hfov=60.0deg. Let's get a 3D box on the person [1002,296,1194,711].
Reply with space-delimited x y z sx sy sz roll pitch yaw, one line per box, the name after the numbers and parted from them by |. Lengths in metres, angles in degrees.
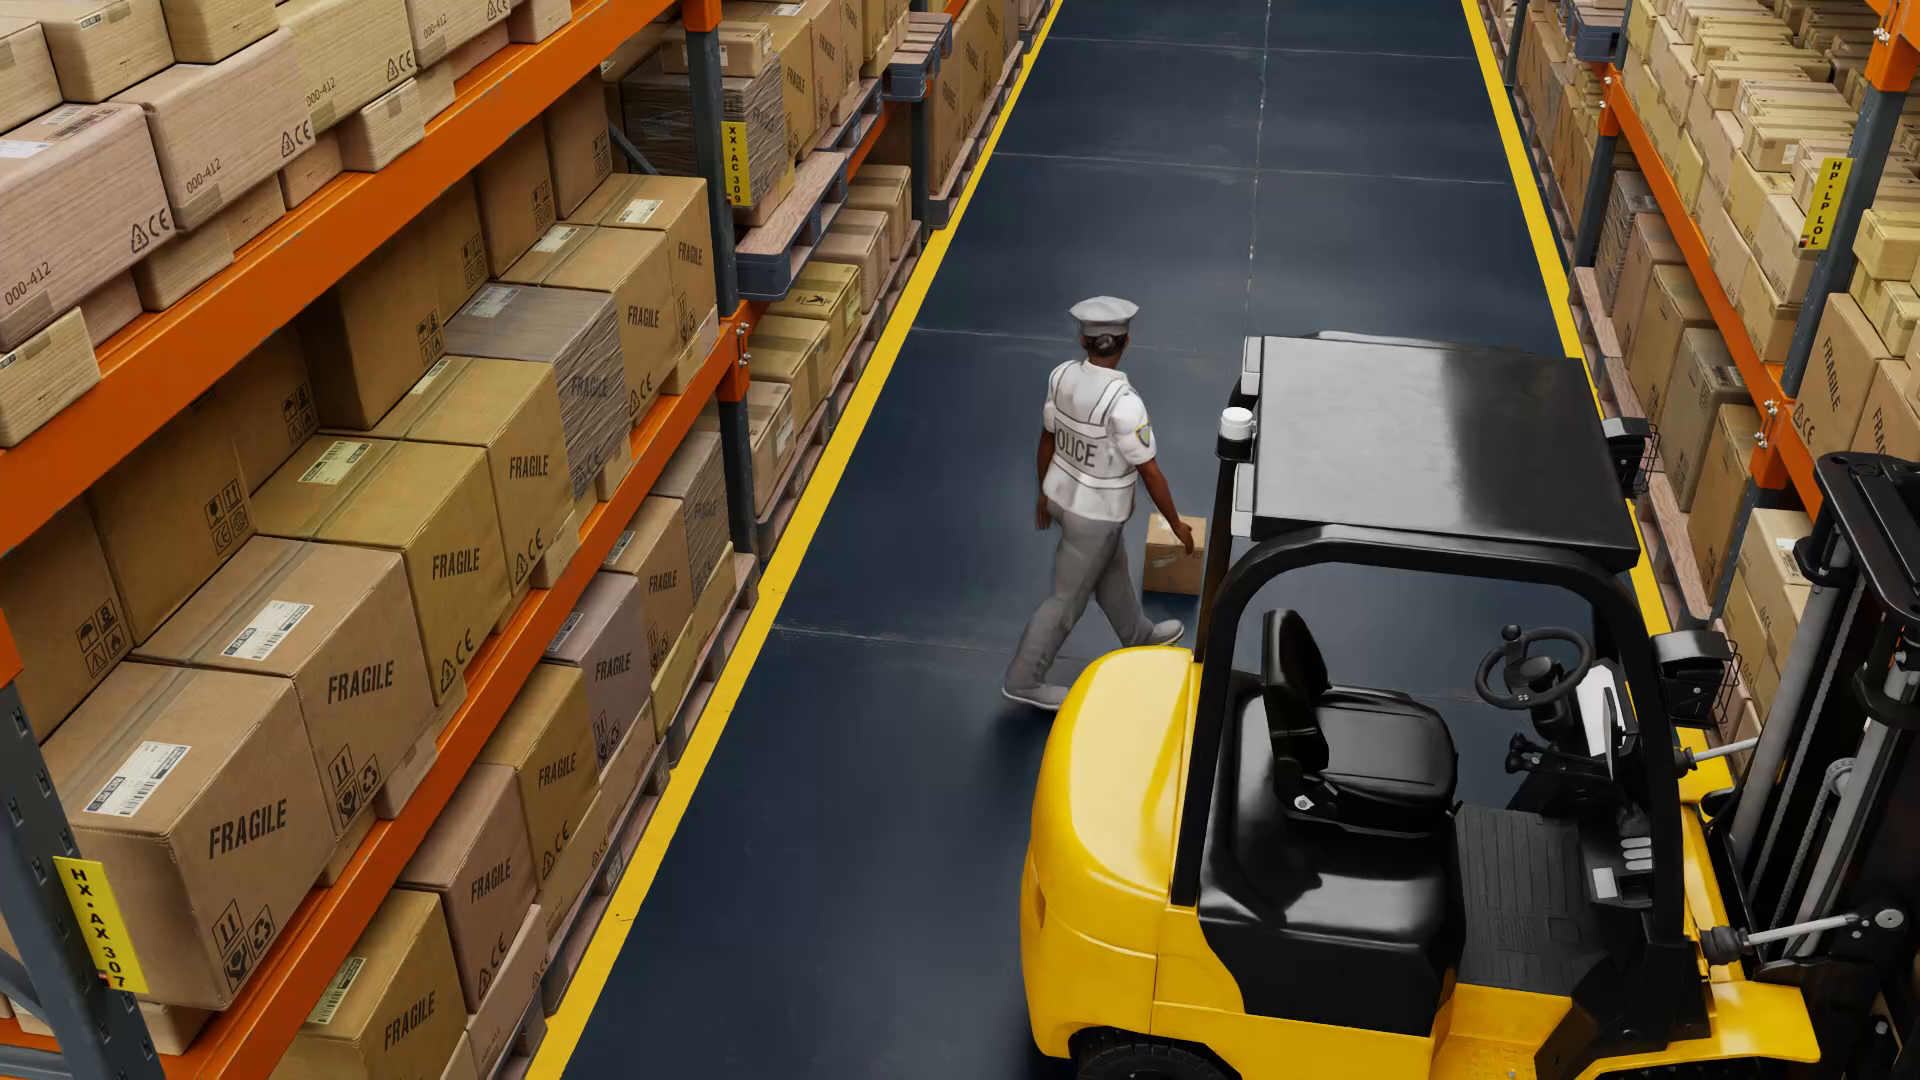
0.575 -0.120 6.313 0.880 1.608 0.544 -14 35 -21 | person
